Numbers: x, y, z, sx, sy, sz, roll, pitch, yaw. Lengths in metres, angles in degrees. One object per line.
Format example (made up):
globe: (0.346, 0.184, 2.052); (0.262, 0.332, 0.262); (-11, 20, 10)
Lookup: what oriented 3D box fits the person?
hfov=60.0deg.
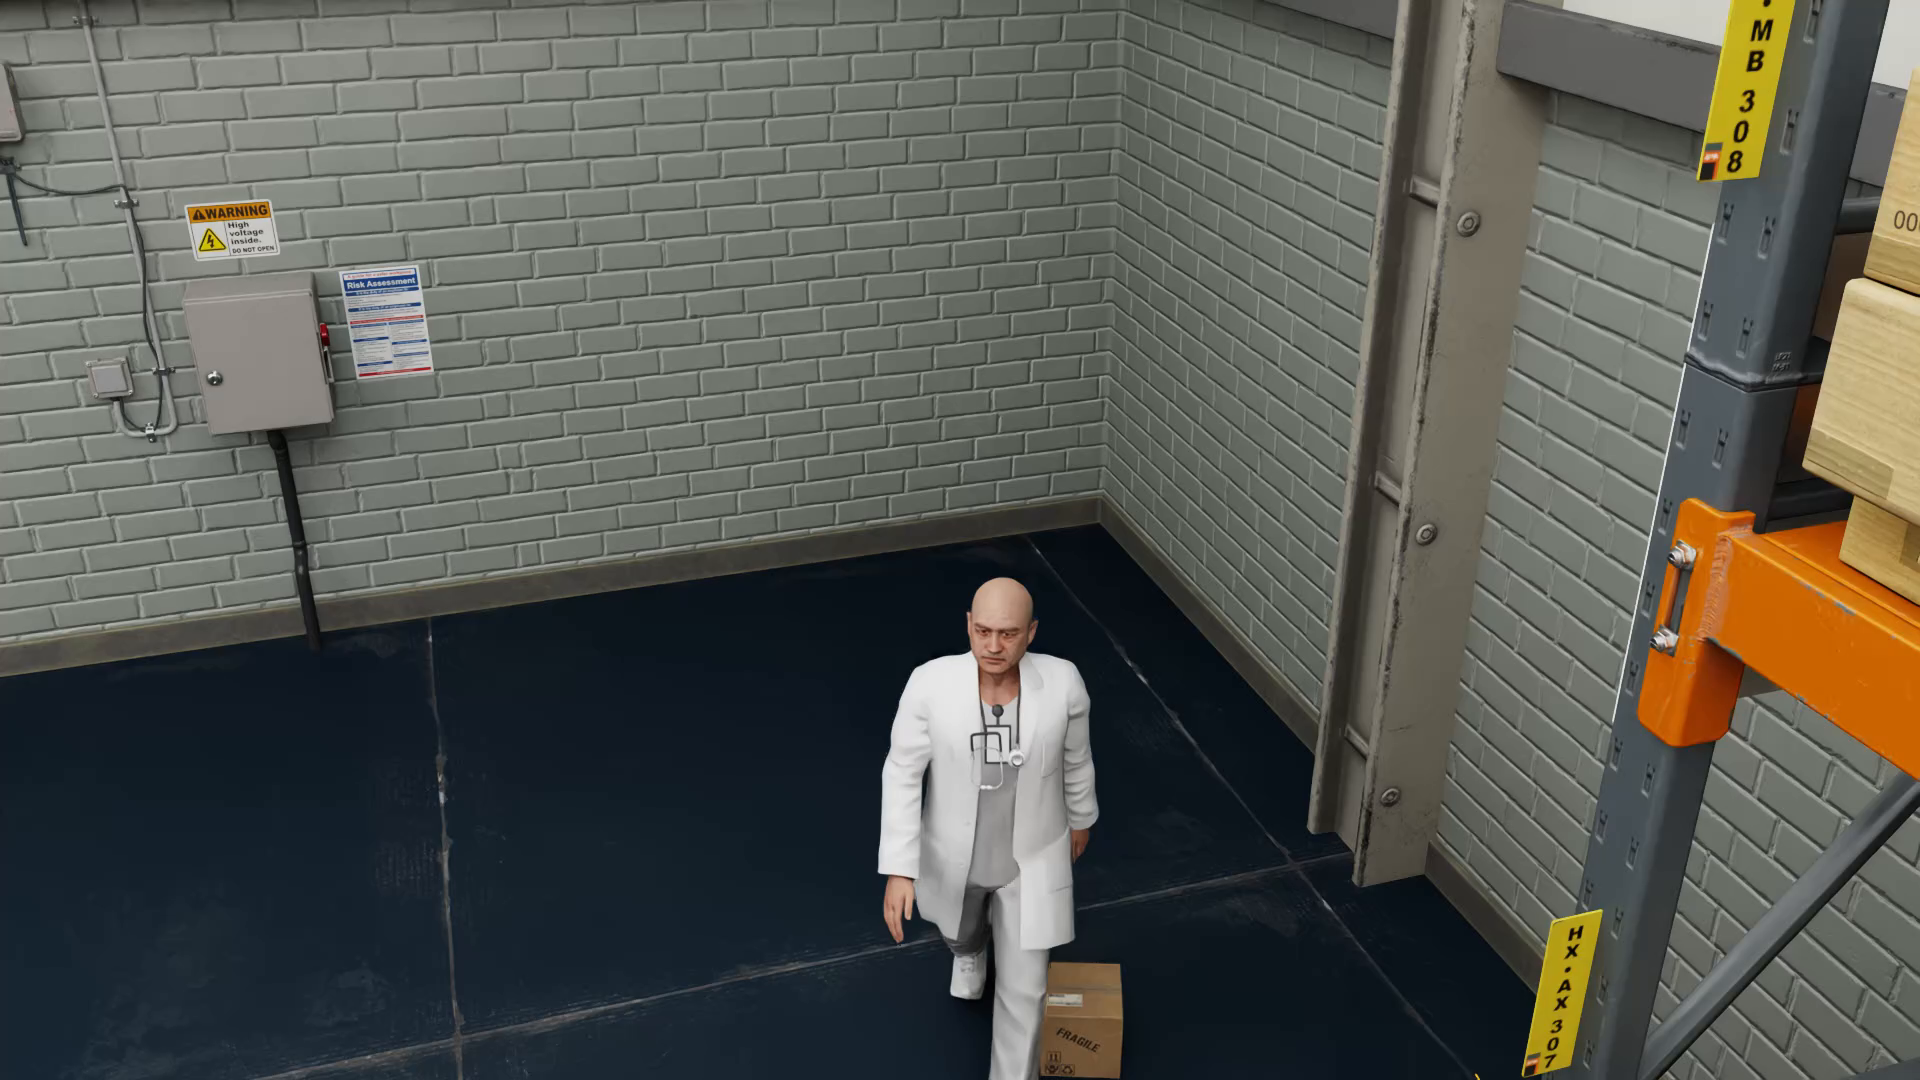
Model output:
person: (0.092, 0.889, 4.818); (0.625, 1.727, 1.175); (2, 26, 3)
